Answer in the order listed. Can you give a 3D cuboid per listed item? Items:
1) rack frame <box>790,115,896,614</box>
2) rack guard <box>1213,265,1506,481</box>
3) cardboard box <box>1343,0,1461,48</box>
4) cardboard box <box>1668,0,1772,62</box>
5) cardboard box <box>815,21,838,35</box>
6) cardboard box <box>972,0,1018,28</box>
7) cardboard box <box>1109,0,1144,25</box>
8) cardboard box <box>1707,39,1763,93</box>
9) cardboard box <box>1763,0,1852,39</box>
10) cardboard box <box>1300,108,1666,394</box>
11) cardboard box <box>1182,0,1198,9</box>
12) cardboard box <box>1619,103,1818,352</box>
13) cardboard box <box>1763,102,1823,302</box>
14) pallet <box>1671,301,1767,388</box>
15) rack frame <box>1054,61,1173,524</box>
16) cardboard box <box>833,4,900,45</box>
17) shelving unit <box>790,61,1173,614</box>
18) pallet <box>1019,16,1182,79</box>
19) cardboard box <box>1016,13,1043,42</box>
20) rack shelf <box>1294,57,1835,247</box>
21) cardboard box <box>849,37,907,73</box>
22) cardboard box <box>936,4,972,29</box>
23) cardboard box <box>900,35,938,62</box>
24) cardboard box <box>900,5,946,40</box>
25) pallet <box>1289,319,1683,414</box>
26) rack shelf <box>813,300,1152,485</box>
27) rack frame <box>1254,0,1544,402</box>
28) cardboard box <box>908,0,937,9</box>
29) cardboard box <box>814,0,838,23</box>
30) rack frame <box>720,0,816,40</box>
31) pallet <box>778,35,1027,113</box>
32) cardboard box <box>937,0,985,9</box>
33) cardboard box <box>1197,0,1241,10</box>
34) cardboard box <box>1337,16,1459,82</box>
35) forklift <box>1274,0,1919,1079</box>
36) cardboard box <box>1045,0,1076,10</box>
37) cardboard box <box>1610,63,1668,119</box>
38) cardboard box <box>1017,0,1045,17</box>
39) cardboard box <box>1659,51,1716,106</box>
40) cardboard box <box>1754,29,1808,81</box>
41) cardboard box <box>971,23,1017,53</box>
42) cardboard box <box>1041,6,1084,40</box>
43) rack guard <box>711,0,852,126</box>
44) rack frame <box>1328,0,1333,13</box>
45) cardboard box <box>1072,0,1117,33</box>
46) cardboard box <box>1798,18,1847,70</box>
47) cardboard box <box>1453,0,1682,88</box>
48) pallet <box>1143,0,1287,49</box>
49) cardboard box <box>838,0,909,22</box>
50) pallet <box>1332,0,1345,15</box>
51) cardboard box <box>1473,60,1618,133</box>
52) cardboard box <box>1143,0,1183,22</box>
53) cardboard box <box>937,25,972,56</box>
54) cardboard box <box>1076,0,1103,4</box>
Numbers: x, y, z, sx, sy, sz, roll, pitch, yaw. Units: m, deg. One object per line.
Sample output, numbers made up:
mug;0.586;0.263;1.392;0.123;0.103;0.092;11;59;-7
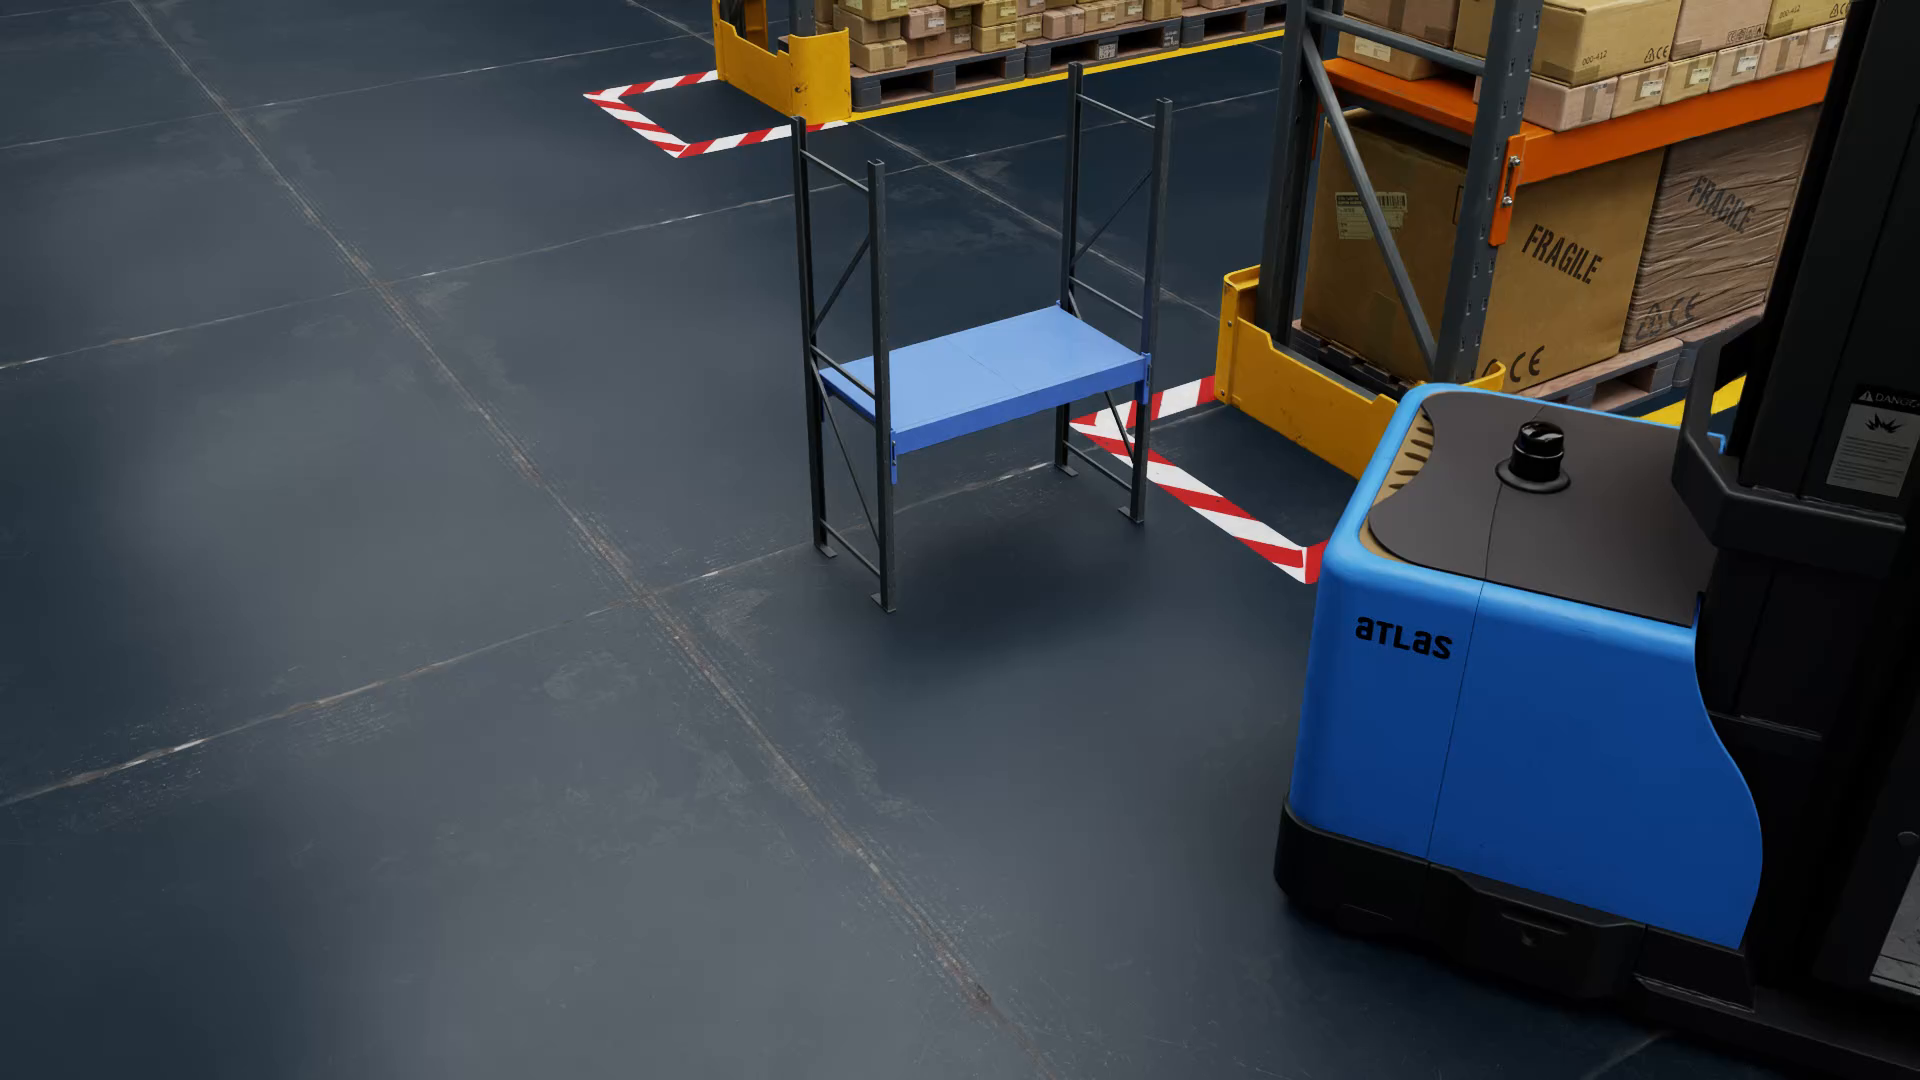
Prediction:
rack frame;-0.356;-0.512;5.156;0.032;1.500;0.500;-19;37;-27
rack guard;1.454;-0.592;6.220;0.348;0.500;1.175;-19;37;-27
cardboard box;1.738;-1.978;5.936;0.500;0.250;0.500;-20;37;-28
cardboard box;2.457;-1.890;5.796;0.500;0.250;0.500;-19;37;-28
cardboard box;-0.799;-3.127;10.175;0.250;0.149;0.380;-18;37;-26
cardboard box;0.144;-3.234;10.064;0.250;0.149;0.380;-18;36;-26
cardboard box;0.963;-3.427;10.650;0.250;0.149;0.380;-18;37;-26
cardboard box;2.600;-1.730;5.916;0.250;0.149;0.380;-20;37;-28
cardboard box;2.881;-2.033;6.024;0.500;0.250;0.500;-20;38;-29
cardboard box;1.969;-1.156;6.369;0.875;0.875;0.875;-19;37;-27
cardboard box;1.351;-3.607;10.935;0.250;0.149;0.380;-20;37;-28
cardboard box;2.733;-1.419;6.786;0.875;0.875;0.875;-19;37;-27
cardboard box;3.481;-1.677;7.194;0.875;0.875;0.875;-19;37;-27
pallet;3.128;-1.094;7.286;1.213;0.211;1.003;-19;37;-27
rack frame;0.499;-0.806;5.622;0.032;1.500;0.500;-19;37;-27
cardboard box;-0.549;-3.044;9.763;0.250;0.149;0.380;-17;36;-25
shelving unit;0.072;-0.659;5.389;1.048;1.500;0.538;-19;37;-27
pallet;0.662;-3.322;10.818;1.213;0.211;1.003;-19;37;-27
cardboard box;0.303;-3.218;10.318;0.250;0.149;0.380;-19;37;-27
rack shelf;3.155;-1.930;6.673;4.000;0.370;1.077;-19;37;-27
cardboard box;-0.515;-2.890;9.798;0.250;0.149;0.380;-18;37;-26
cardboard box;-0.130;-3.208;10.024;0.250;0.149;0.380;-18;37;-27
cardboard box;-0.339;-3.002;9.976;0.250;0.149;0.380;-19;37;-27
cardboard box;-0.288;-3.098;9.849;0.250;0.149;0.380;-19;37;-27
pallet;2.104;-0.743;6.730;1.213;0.211;1.003;-19;37;-27
rack shelf;0.072;-0.507;5.485;1.000;0.185;0.538;-19;37;-27
rack frame;1.474;-1.656;5.564;0.127;3.000;1.000;-19;37;-27
cardboard box;-0.337;-3.266;9.837;0.250;0.149;0.380;-18;37;-26
cardboard box;-0.839;-3.288;10.151;0.250;0.149;0.380;-20;37;-29
rack frame;-1.128;-3.910;9.137;0.127;3.000;1.000;-19;37;-27
pallet;-0.363;-2.971;10.263;1.213;0.211;1.003;-19;37;-27
cardboard box;-0.056;-3.281;9.861;0.250;0.149;0.380;-19;37;-27
cardboard box;1.638;-3.629;10.970;0.250;0.149;0.380;-20;38;-29
cardboard box;1.595;-1.801;6.029;0.250;0.149;0.380;-18;37;-26
forklift;2.363;-0.207;3.330;3.031;2.935;1.130;14;35;21
cardboard box;0.521;-3.450;10.407;0.250;0.149;0.380;-17;36;-25
cardboard box;2.166;-1.580;5.678;0.250;0.149;0.380;-20;37;-28
cardboard box;0.316;-3.353;10.253;0.250;0.149;0.380;-21;38;-29
cardboard box;2.381;-1.654;5.796;0.250;0.149;0.380;-20;37;-28
cardboard box;2.814;-1.803;6.032;0.250;0.149;0.380;-20;37;-28
cardboard box;0.140;-3.102;10.134;0.250;0.149;0.380;-18;37;-27
cardboard box;0.560;-3.251;10.371;0.250;0.149;0.380;-21;38;-30
rack guard;-1.065;-2.875;9.838;0.348;0.500;1.175;-19;37;-27
rack frame;2.234;-5.066;10.970;0.127;3.000;1.000;-19;37;-27
cardboard box;0.778;-3.343;10.516;0.250;0.149;0.380;-19;37;-27
cardboard box;3.031;-1.878;6.150;0.250;0.149;0.380;-19;37;-28
cardboard box;2.024;-1.736;5.553;0.500;0.250;0.500;-20;37;-28
pallet;1.688;-3.677;11.381;1.213;0.211;1.003;-19;37;-27
cardboard box;-0.504;-3.132;9.625;0.250;0.149;0.380;-21;38;-29
pallet;2.887;-4.112;12.071;1.213;0.211;1.003;-19;37;-27
cardboard box;1.951;-1.505;5.559;0.250;0.149;0.380;-19;37;-27
cardboard box;1.219;-3.473;10.722;0.250;0.149;0.380;-19;37;-27
cardboard box;-0.134;-3.077;10.095;0.250;0.149;0.380;-19;37;-27
cardboard box;0.754;-3.524;10.524;0.250;0.149;0.380;-17;36;-25
